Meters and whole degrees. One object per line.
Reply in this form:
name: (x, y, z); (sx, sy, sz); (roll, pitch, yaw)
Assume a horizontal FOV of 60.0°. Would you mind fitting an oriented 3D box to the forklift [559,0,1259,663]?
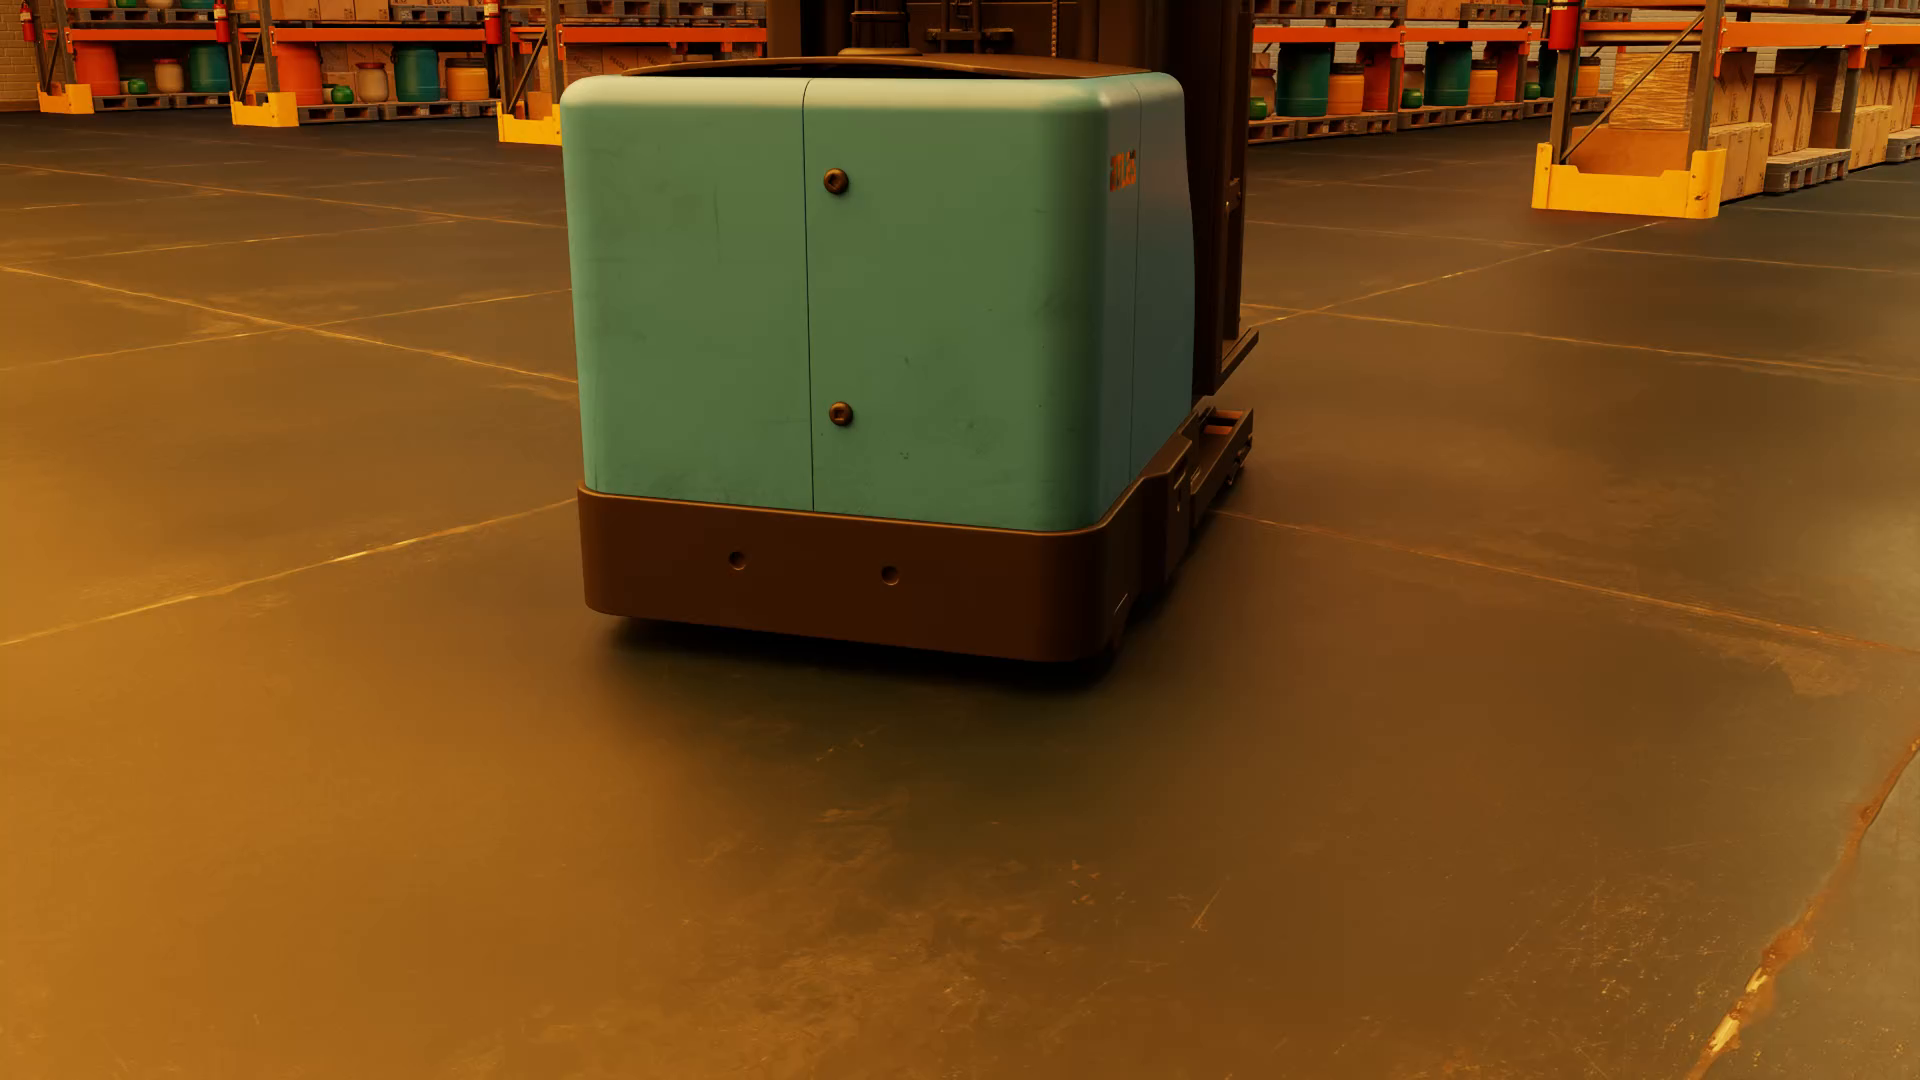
forklift: (0.182, -1.571, 4.072); (1.130, 2.935, 3.031); (5, 18, 17)
